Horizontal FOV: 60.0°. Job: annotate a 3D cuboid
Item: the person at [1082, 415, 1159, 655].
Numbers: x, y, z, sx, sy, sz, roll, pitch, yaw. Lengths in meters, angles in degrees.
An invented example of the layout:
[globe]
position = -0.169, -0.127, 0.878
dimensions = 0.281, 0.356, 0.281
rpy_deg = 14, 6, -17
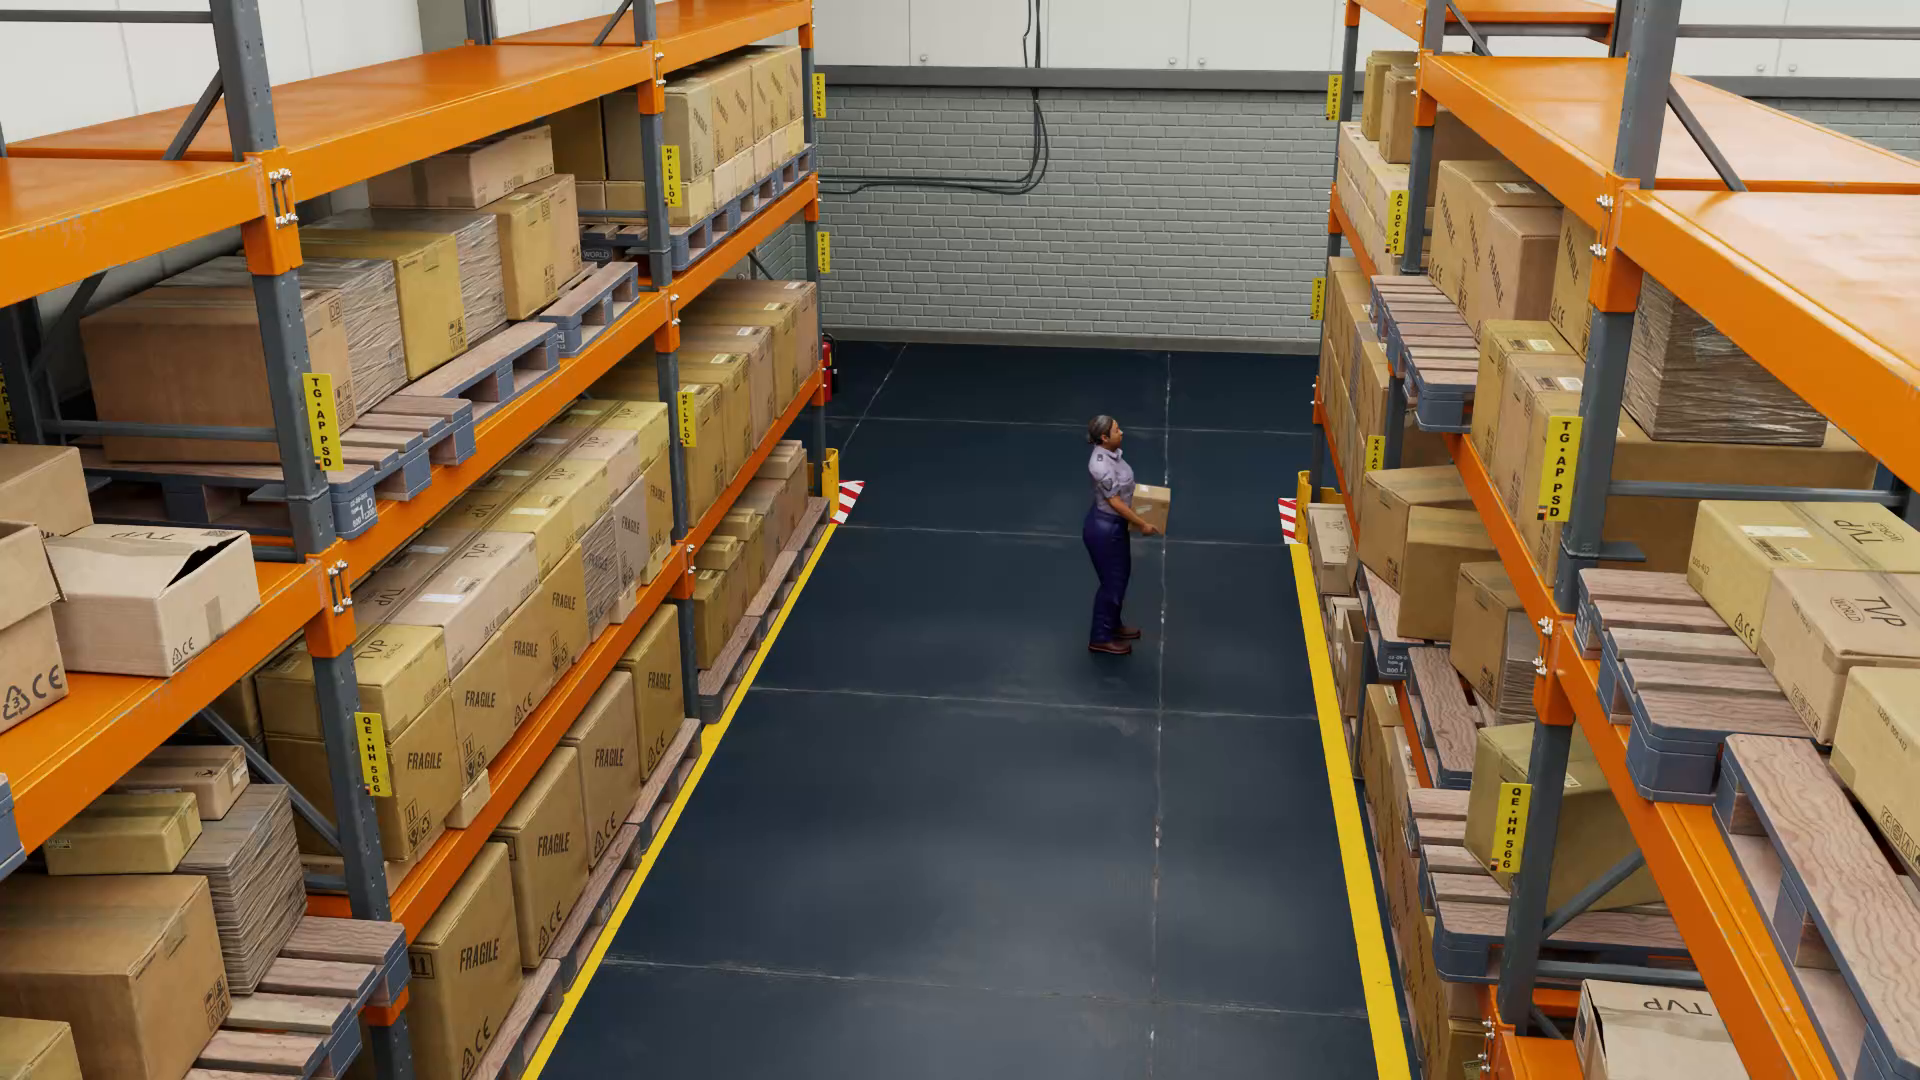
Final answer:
[person]
position = 1.088, -0.050, 11.256
dimensions = 0.515, 1.627, 0.452
rpy_deg = 3, 21, 6
